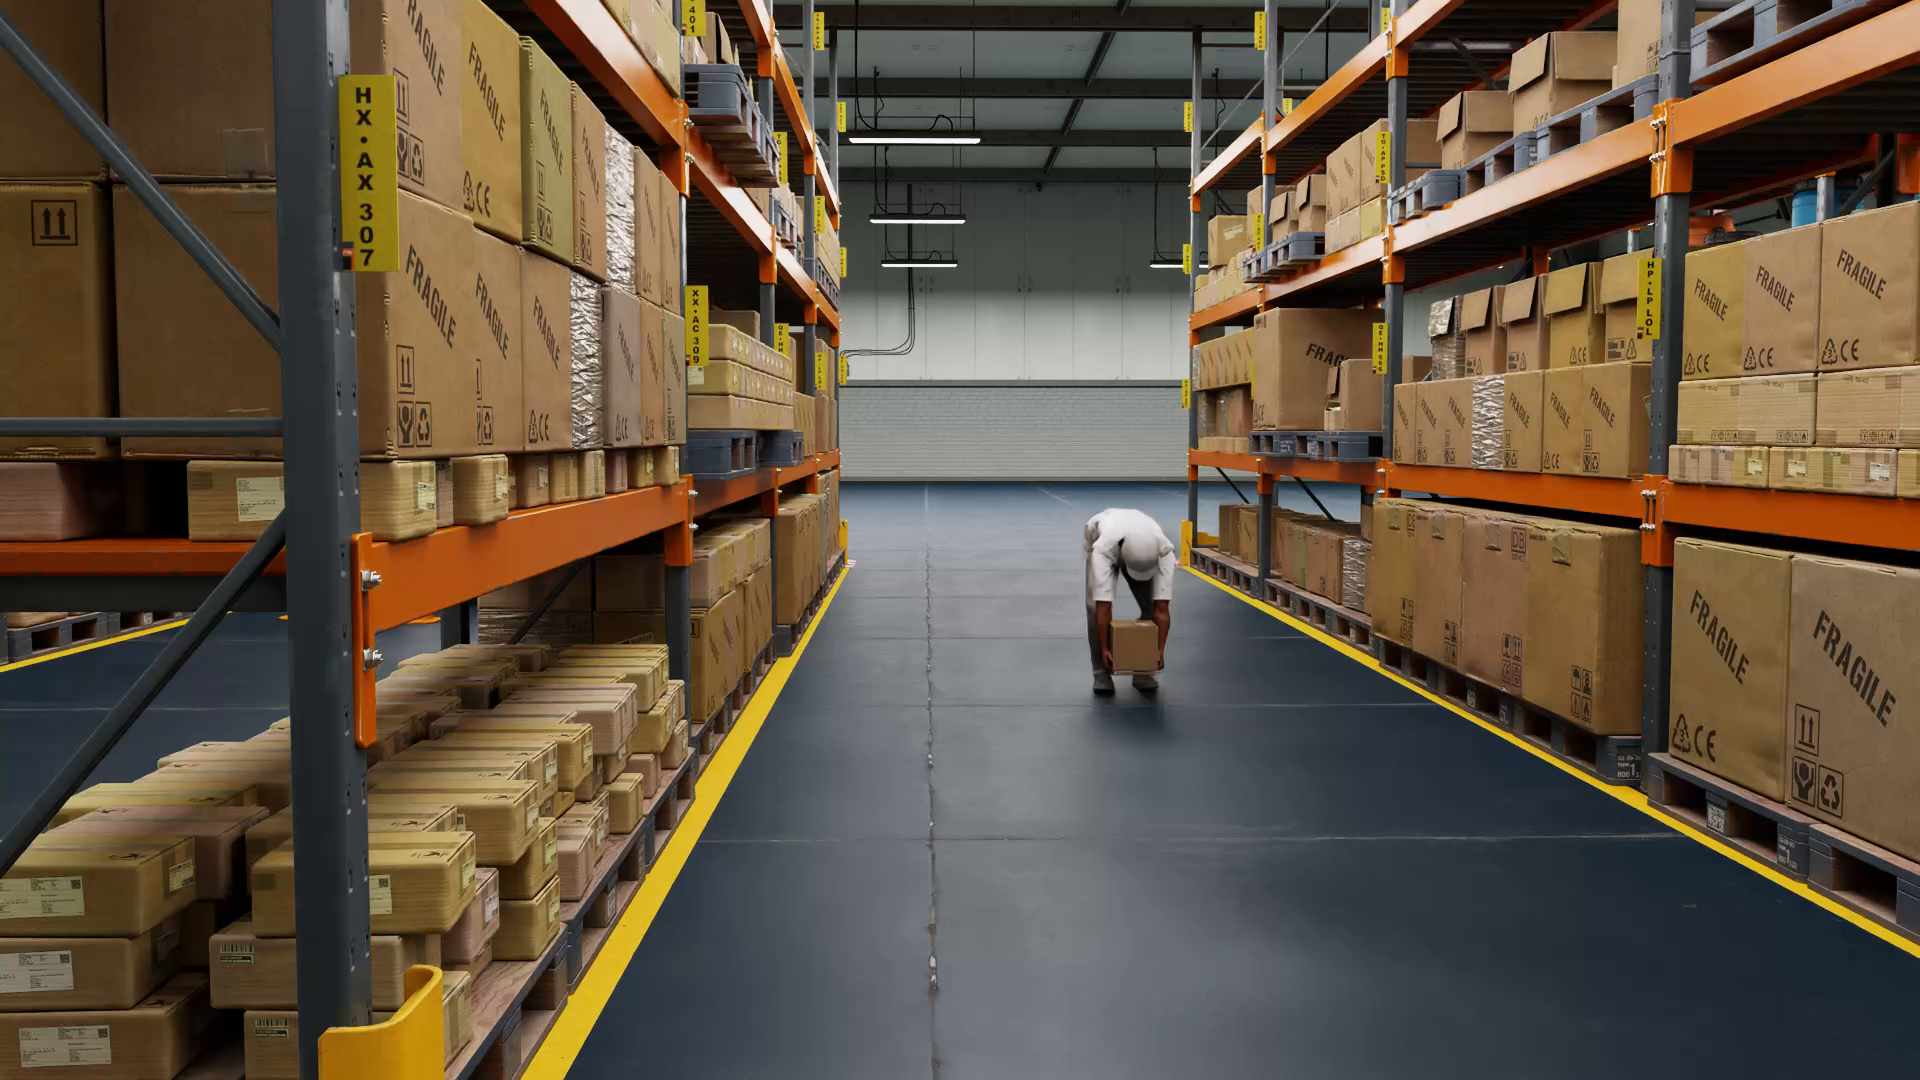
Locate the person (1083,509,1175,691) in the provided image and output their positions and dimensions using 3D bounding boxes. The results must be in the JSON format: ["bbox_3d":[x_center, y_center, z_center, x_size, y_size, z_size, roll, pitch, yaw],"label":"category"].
[{"bbox_3d":[0.975,0.357,9.520,0.483,1.053,0.982,0,4,-4],"label":"person"}]
